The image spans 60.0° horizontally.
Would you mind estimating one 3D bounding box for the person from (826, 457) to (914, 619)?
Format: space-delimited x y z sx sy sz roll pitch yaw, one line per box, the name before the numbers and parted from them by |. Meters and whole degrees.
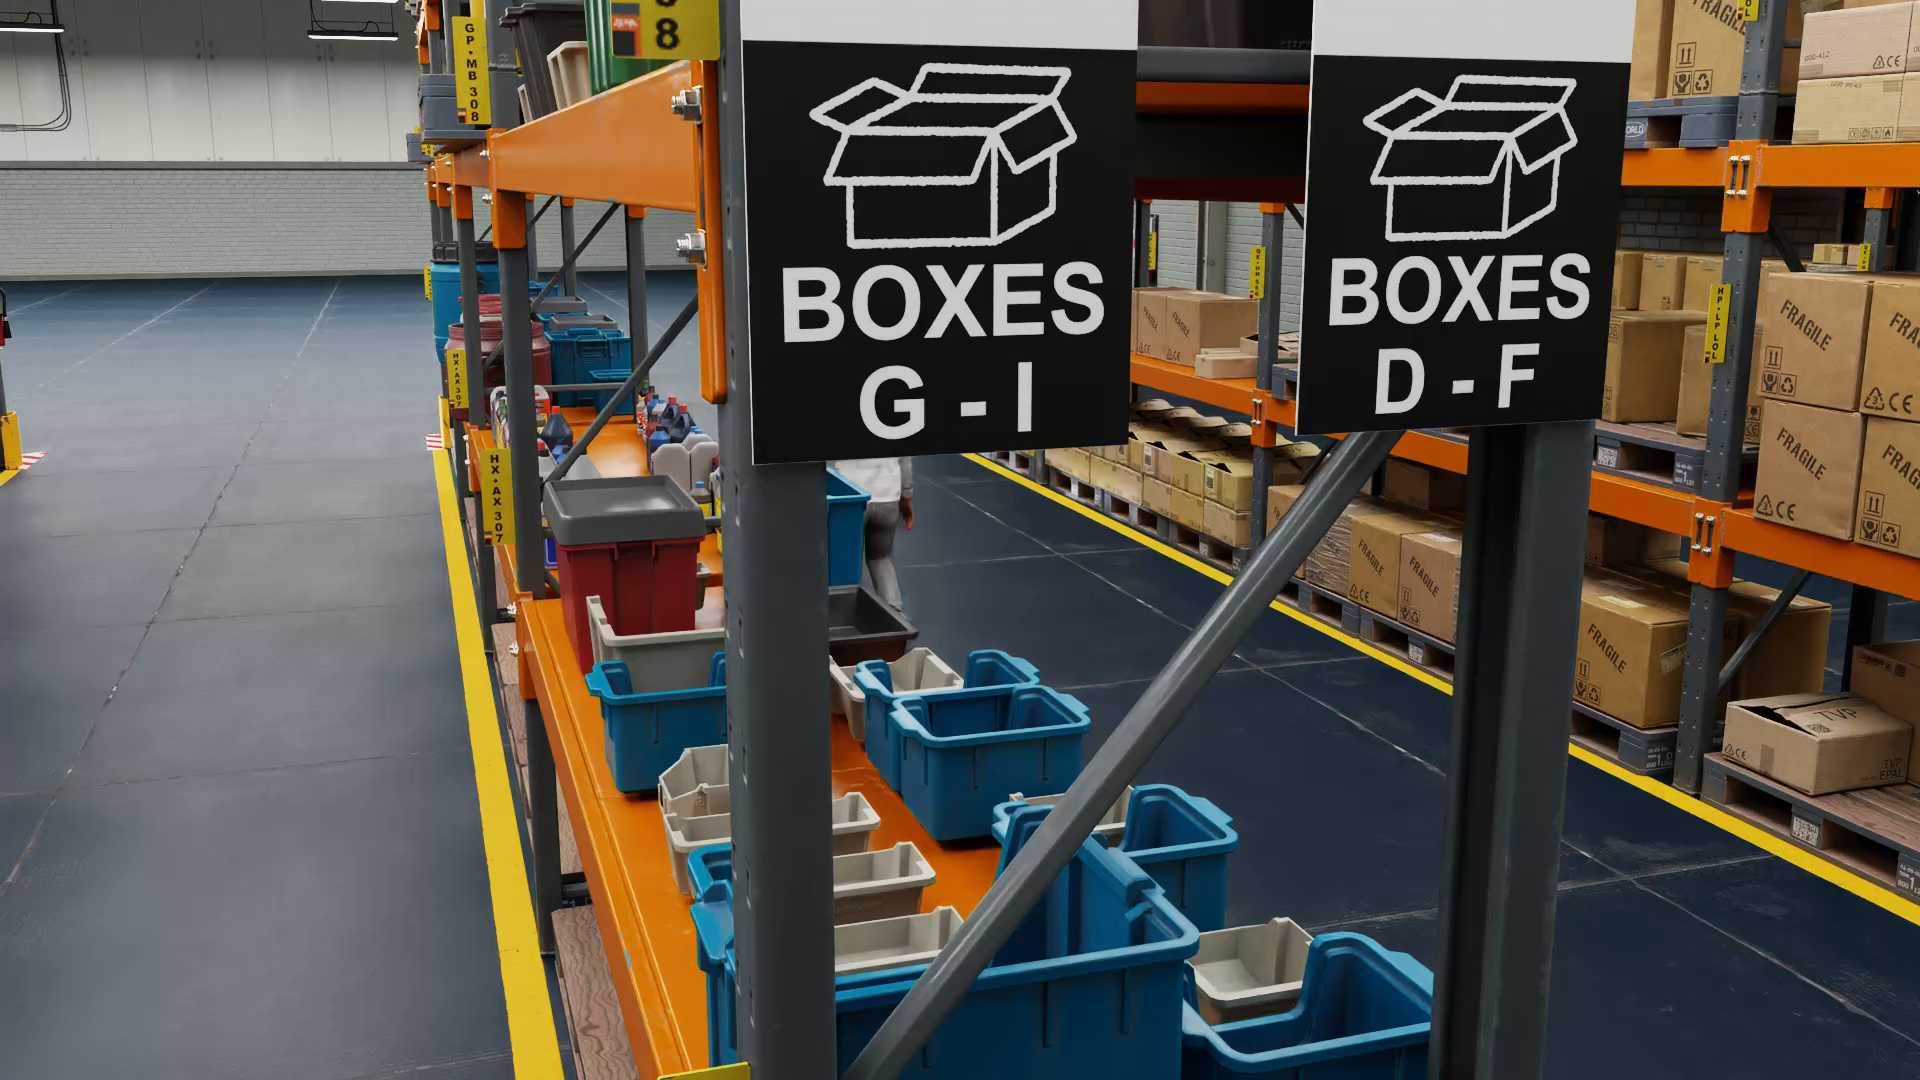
person | -0.531 -0.213 9.253 0.562 1.766 0.499 -6 14 -26
